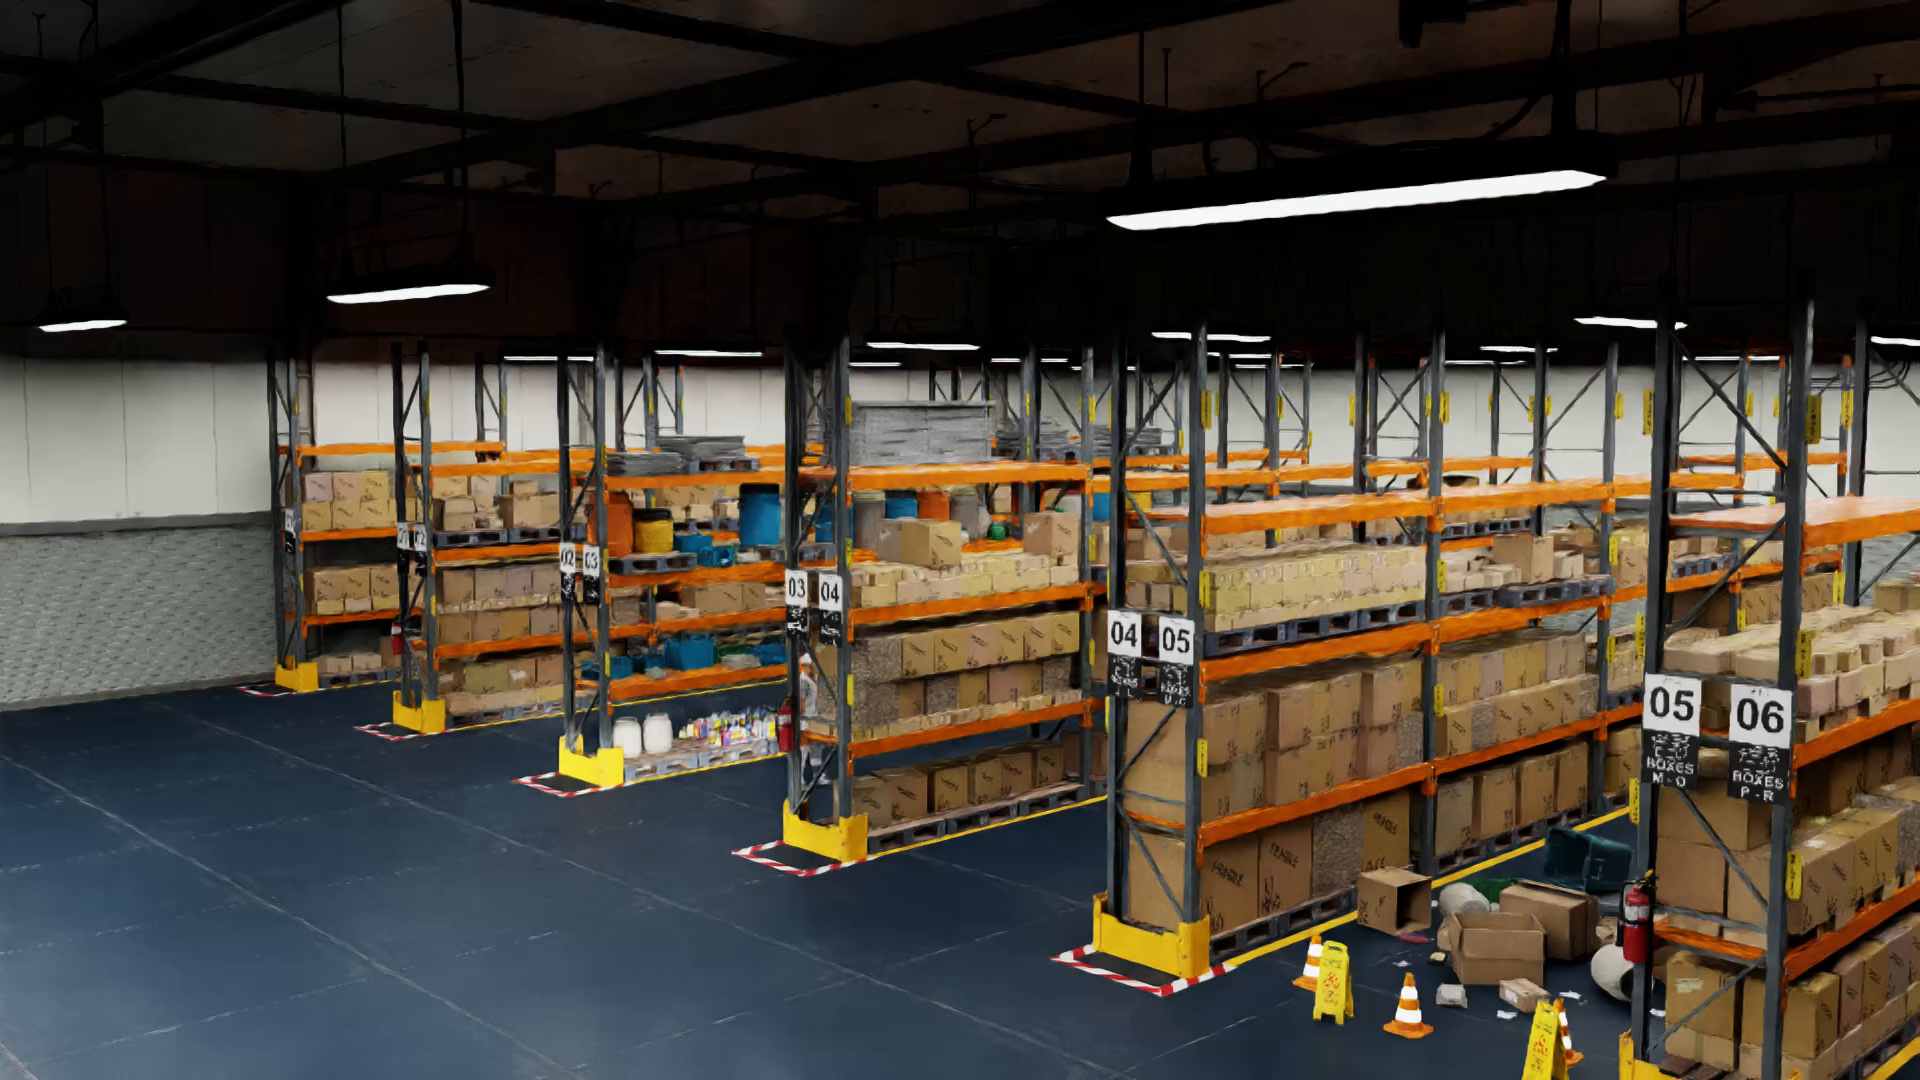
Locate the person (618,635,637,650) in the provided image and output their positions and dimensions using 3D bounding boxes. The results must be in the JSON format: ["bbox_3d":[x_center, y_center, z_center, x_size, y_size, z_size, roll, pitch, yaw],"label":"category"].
[{"bbox_3d":[-6.515,1.531,32.005,0.538,1.715,1.026,4,6,38],"label":"person"}]

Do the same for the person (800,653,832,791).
[{"bbox_3d":[-1.932,2.367,21.834,0.451,1.789,0.575,2,5,18],"label":"person"}]
